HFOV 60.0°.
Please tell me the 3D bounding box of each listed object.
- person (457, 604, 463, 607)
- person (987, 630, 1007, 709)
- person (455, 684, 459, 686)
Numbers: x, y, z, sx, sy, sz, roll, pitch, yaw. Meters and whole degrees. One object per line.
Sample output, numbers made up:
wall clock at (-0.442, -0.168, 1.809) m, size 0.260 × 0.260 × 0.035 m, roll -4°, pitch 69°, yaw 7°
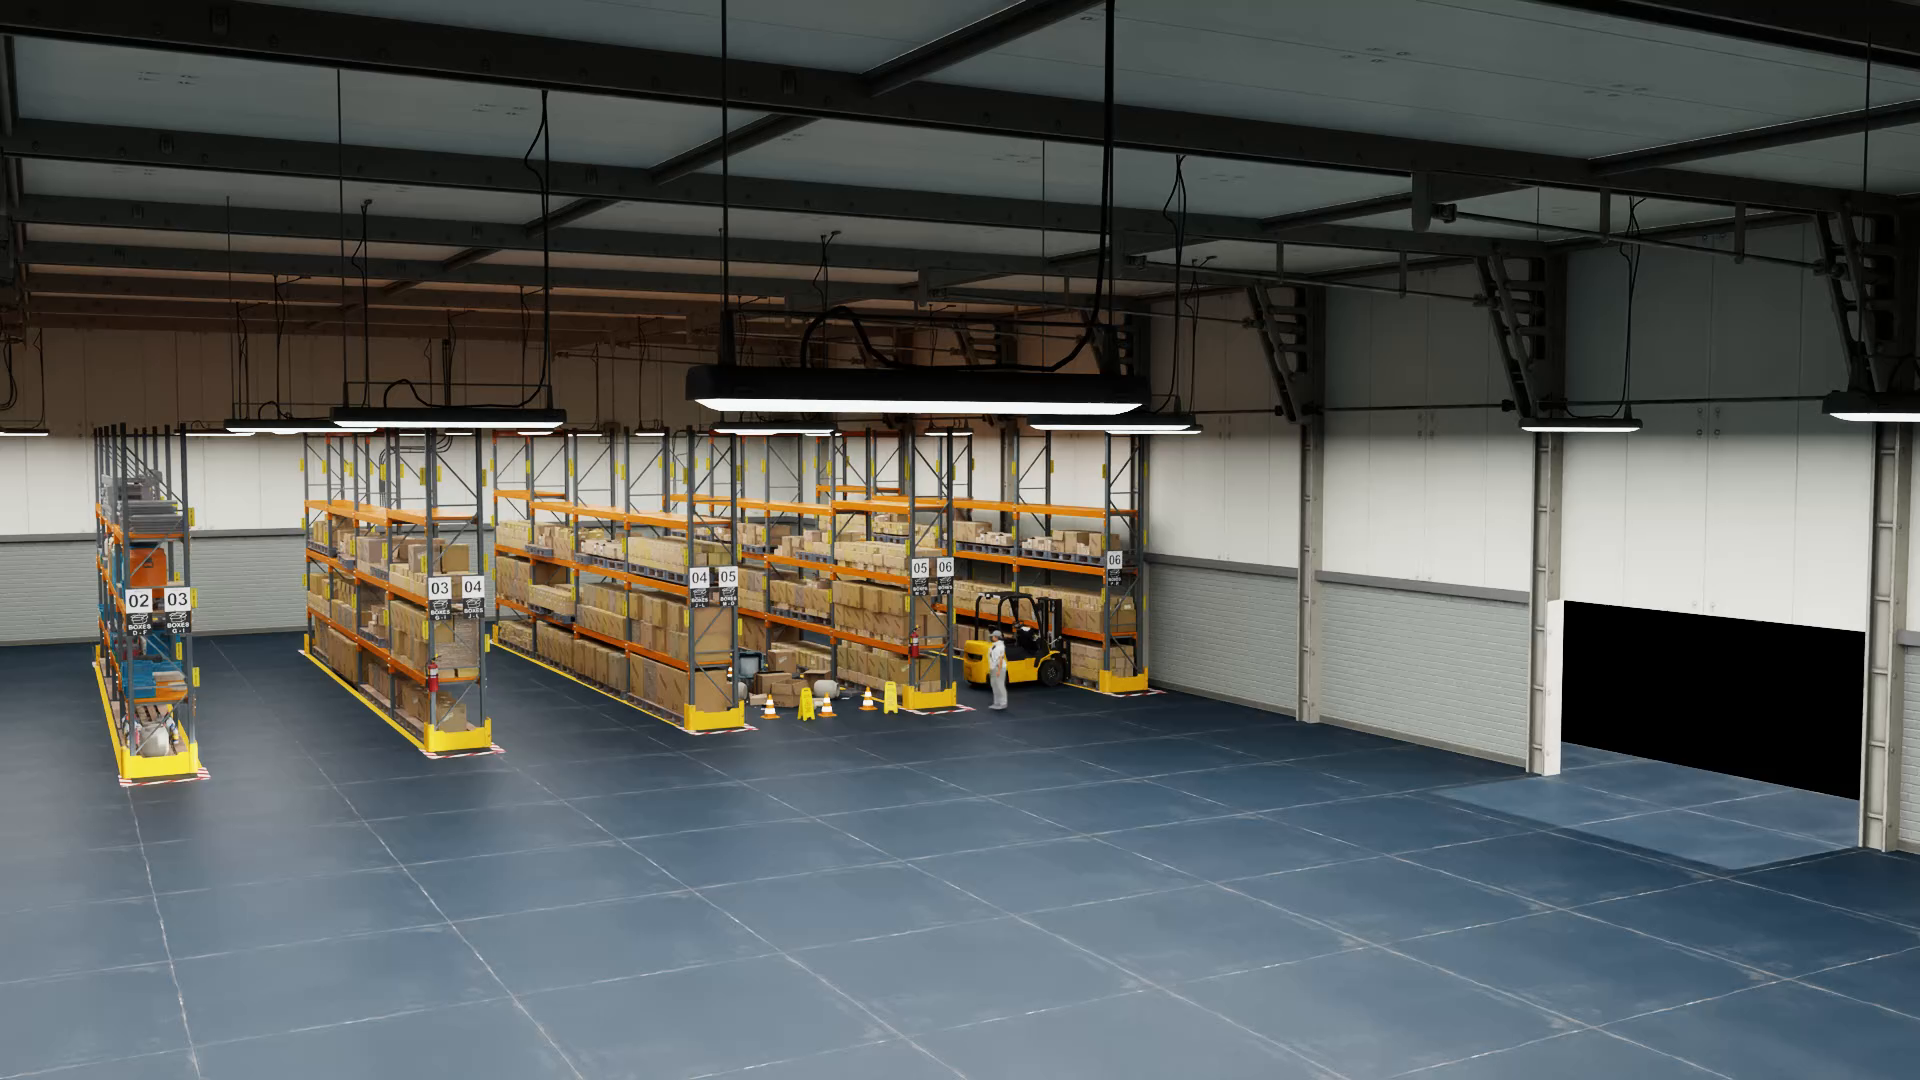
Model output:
person at (-14.117, 2.007, 46.880) m, size 0.603 × 1.795 × 0.477 m, roll -3°, pitch 5°, yaw -42°
person at (0.776, 2.766, 35.332) m, size 0.412 × 1.691 × 0.525 m, roll -2°, pitch 4°, yaw -24°
person at (-11.754, 2.582, 38.872) m, size 0.562 × 1.609 × 0.639 m, roll -2°, pitch 4°, yaw -31°
